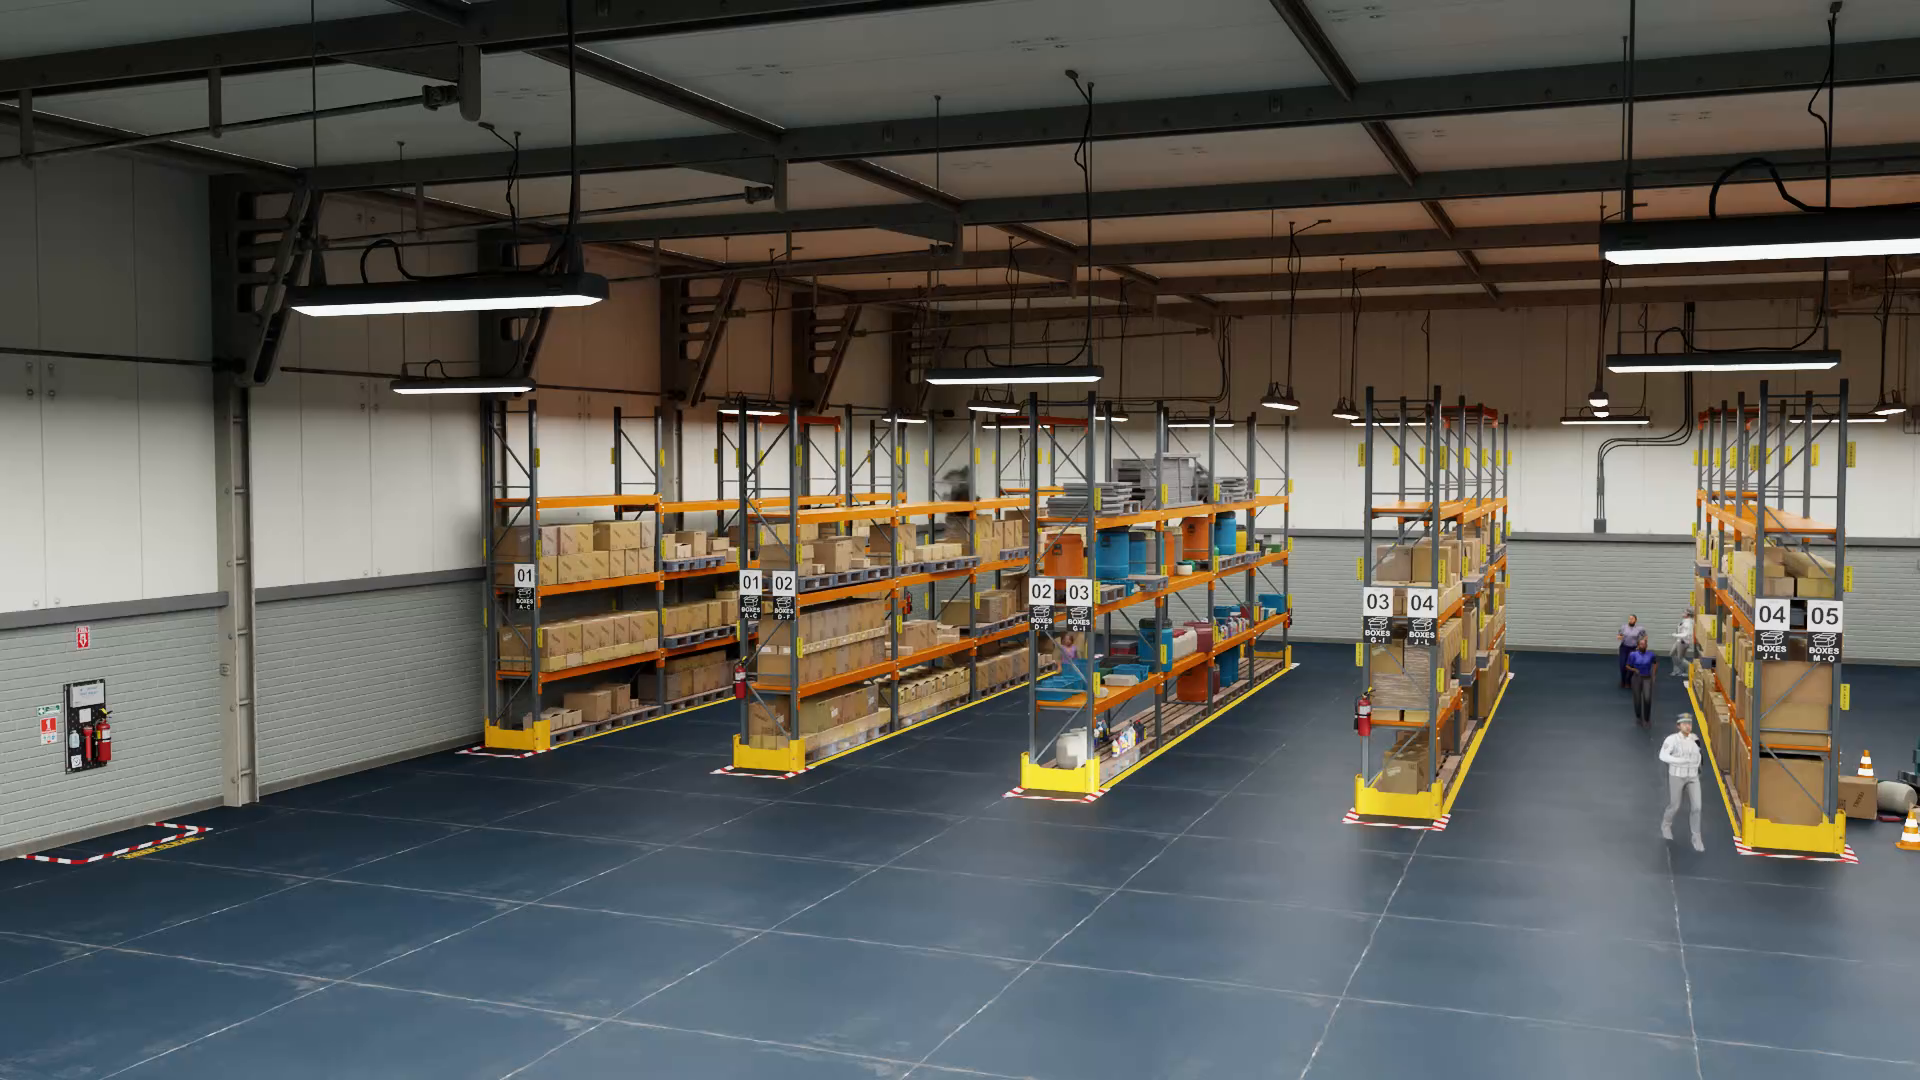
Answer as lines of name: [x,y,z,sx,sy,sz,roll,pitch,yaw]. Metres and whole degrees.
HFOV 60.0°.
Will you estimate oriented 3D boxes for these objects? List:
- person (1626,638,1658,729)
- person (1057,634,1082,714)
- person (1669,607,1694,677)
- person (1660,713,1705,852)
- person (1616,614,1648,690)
person: [12.660,2.679,30.886,0.566,1.692,0.727,1,3,20]
person: [2.139,2.613,32.569,0.529,1.556,0.596,1,3,17]
person: [16.398,2.336,37.750,0.560,1.668,0.730,1,3,26]
person: [9.324,3.092,21.458,0.614,1.753,0.771,0,3,0]
person: [14.500,2.439,35.959,0.606,1.656,0.673,2,3,36]
